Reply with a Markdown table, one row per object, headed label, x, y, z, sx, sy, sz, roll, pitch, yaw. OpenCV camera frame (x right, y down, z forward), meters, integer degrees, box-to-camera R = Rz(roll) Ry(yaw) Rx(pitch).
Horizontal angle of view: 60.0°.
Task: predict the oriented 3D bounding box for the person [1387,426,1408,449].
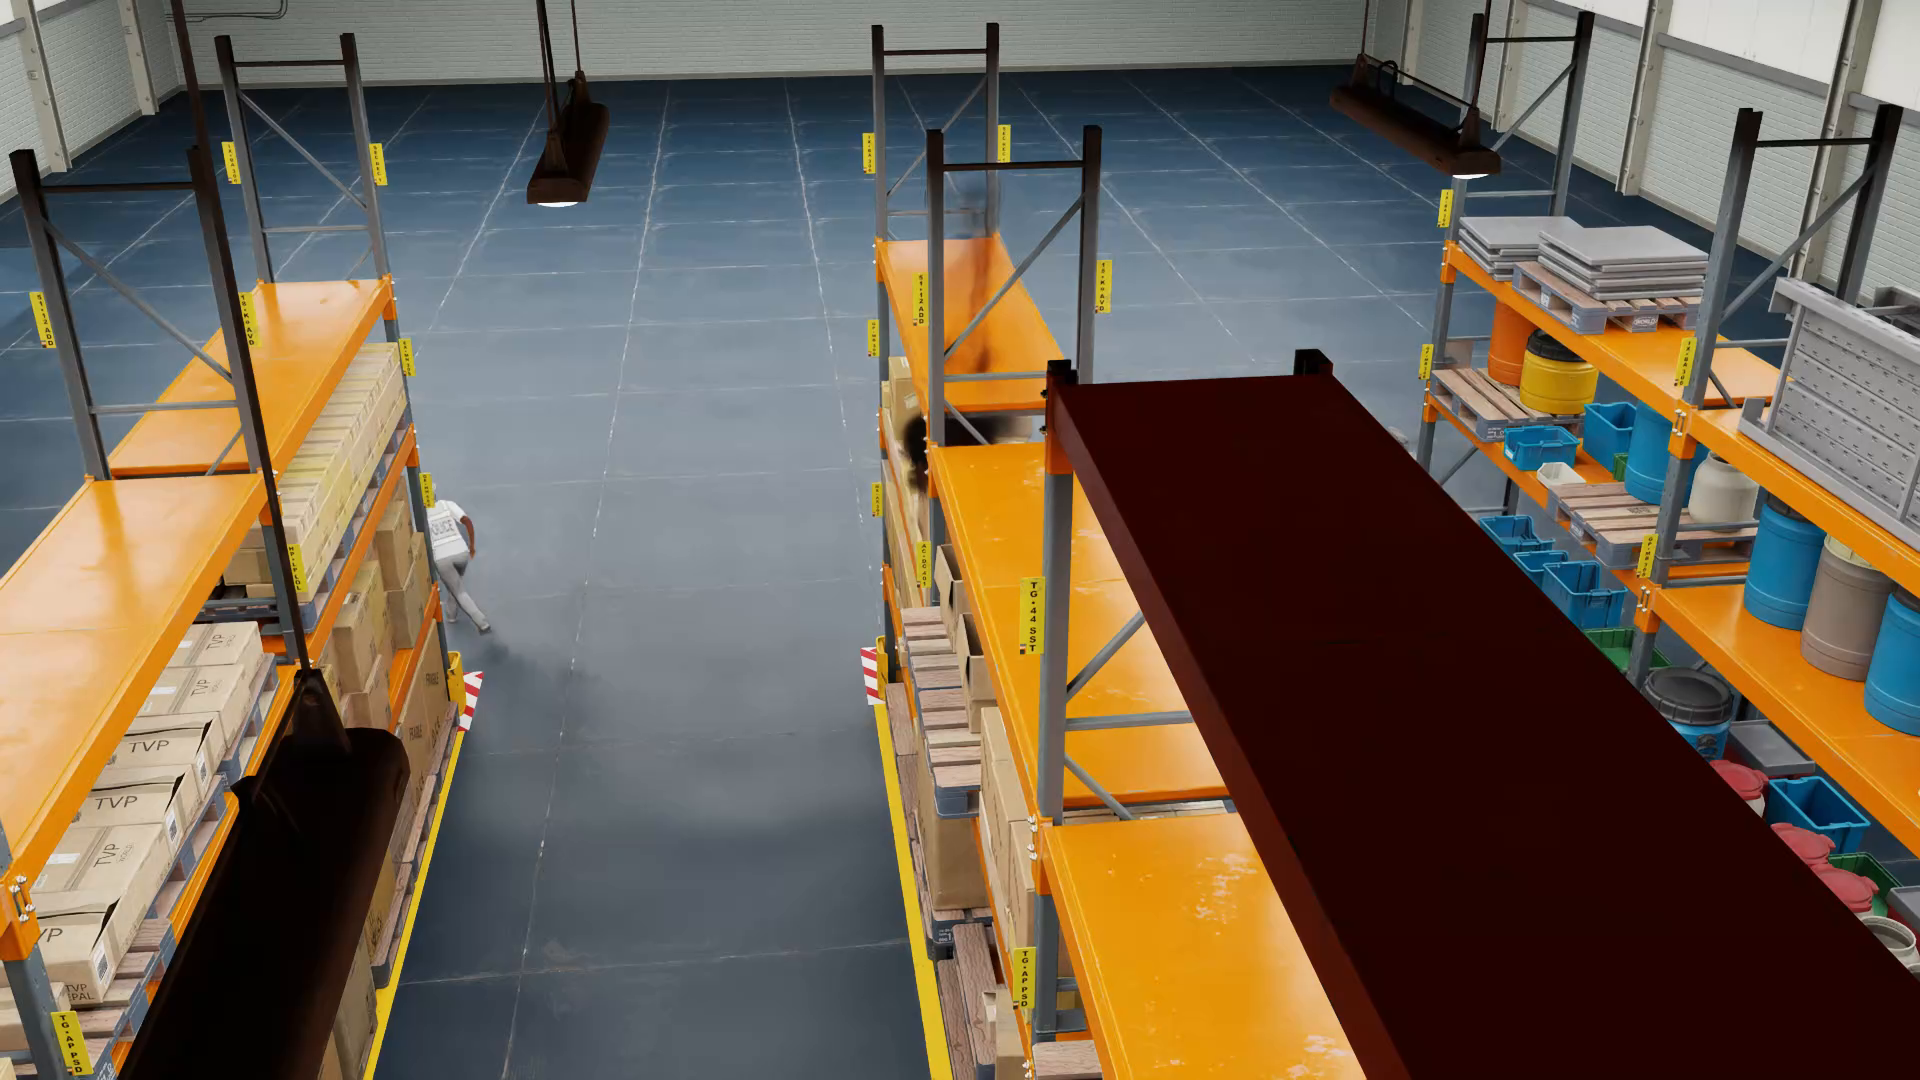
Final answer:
| label | x | y | z | sx | sy | sz | roll | pitch | yaw |
| --- | --- | --- | --- | --- | --- | --- | --- | --- | --- |
| person | 4.502 | -0.369 | 17.398 | 0.704 | 1.698 | 0.656 | 19 | 32 | 35 |

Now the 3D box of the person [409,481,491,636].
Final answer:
| label | x | y | z | sx | sy | sz | roll | pitch | yaw |
| --- | --- | --- | --- | --- | --- | --- | --- | --- | --- |
| person | -4.996 | 0.271 | 16.347 | 0.564 | 1.439 | 1.119 | -18 | 31 | -32 |
